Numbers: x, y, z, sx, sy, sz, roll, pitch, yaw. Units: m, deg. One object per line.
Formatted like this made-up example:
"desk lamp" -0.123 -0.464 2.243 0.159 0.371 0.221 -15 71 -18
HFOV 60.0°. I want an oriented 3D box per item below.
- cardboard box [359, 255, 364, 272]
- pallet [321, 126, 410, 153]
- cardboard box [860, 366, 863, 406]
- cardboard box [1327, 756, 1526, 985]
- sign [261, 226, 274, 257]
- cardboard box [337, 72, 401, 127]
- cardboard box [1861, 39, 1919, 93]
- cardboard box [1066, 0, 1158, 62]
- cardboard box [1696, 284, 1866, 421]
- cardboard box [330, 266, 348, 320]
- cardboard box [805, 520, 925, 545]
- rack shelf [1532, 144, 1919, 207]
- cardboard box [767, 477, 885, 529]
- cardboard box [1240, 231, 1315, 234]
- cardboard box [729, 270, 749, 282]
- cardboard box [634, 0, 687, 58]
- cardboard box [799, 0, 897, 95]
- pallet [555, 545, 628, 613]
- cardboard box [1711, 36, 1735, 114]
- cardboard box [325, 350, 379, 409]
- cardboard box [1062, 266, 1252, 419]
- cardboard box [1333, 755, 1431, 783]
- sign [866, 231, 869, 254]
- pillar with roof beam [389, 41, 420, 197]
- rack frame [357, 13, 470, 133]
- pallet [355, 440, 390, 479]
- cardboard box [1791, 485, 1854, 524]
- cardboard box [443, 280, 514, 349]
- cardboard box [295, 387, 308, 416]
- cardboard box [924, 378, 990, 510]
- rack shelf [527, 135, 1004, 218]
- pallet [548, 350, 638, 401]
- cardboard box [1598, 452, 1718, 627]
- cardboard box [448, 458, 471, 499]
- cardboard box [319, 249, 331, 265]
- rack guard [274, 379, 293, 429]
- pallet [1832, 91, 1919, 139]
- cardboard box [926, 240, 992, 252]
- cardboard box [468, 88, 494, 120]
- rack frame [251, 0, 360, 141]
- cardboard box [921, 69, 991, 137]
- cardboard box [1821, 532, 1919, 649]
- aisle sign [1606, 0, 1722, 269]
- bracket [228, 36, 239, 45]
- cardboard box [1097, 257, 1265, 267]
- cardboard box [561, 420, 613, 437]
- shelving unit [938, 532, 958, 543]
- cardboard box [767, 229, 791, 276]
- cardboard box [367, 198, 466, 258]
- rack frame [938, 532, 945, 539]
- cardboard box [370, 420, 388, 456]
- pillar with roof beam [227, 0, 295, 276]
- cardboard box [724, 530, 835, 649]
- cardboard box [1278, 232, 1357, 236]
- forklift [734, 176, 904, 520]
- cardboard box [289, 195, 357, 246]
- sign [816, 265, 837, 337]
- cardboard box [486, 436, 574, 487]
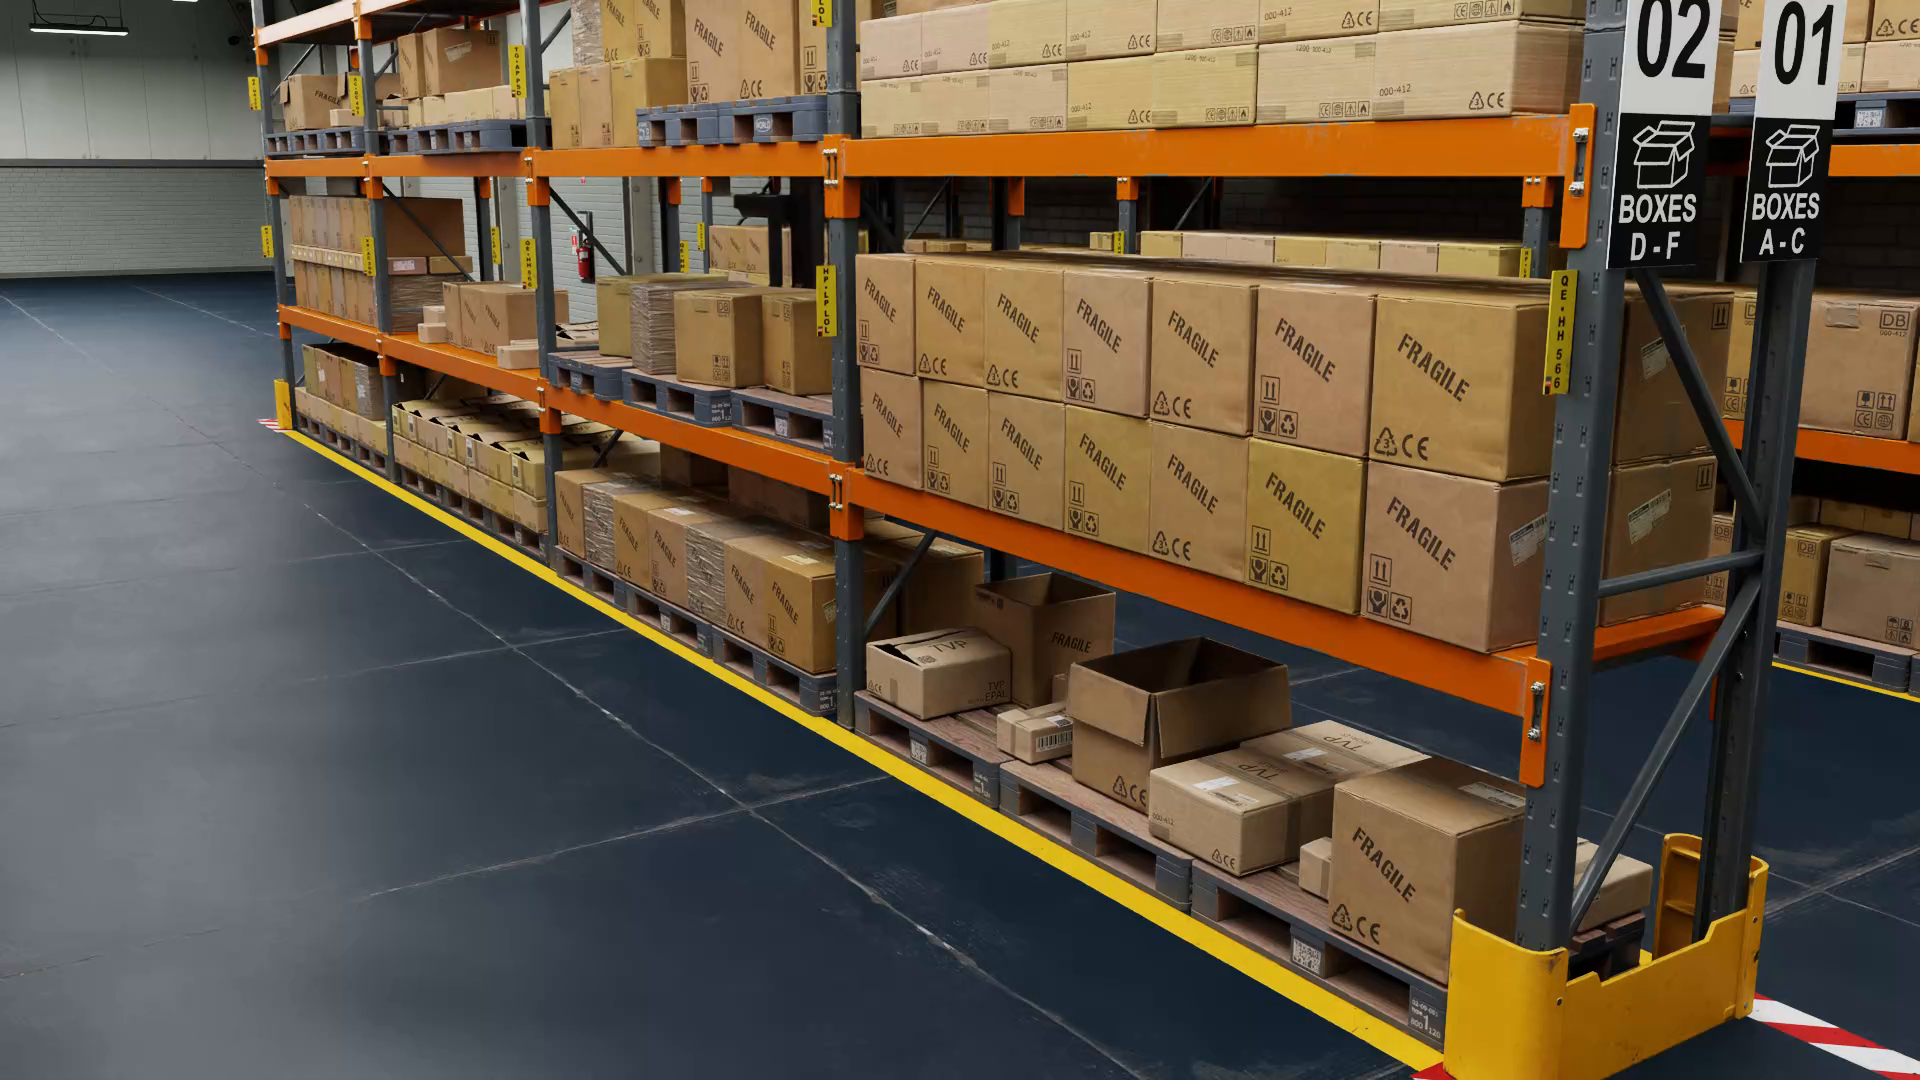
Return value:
"cardboard box" -5.199 -2.504 15.038 0.380 0.149 0.250 -9 15 -34
"pallet" -5.082 -3.596 14.968 1.003 0.211 1.213 -8 15 -33
"cardboard box" -0.232 -0.967 8.544 0.500 0.500 0.700 9 15 36
"cardboard box" 1.555 1.048 5.369 0.500 0.500 0.500 -8 15 -33
"sign" -7.269 -3.133 17.456 0.100 0.325 0.005 -8 15 -33
"cardboard box" -5.395 -4.122 15.616 0.797 0.503 0.637 -6 14 -27
"cardboard box" 4.974 -2.407 8.460 0.500 0.250 0.500 -9 15 -34
"cardboard box" 0.730 -1.855 5.980 0.500 0.250 0.500 -8 15 -33
"cardboard box" 4.653 -1.107 9.699 0.980 0.700 0.700 -9 15 -34
"cardboard box" -5.696 -2.425 16.198 0.700 0.500 0.500 -8 14 -31
"cardboard box" -0.525 0.196 9.266 0.500 0.500 0.500 -8 15 -32
"rack shelf" 5.075 -1.947 8.907 1.077 0.370 4.000 -8 15 -33
"cardboard box" -0.774 -0.255 9.572 0.500 0.250 0.500 -8 15 -33
"cardboard box" 2.501 -2.328 13.254 0.500 0.250 0.500 -9 15 -35
"cardboard box" -2.376 -3.045 19.567 0.500 0.250 0.500 -9 15 -35
"cardboard box" -1.570 -3.056 9.721 0.500 0.500 0.500 -8 15 -33
"cardboard box" -0.373 -2.469 8.156 0.600 0.600 0.600 -10 16 -38
"pallet" -1.989 0.186 11.017 1.003 0.211 1.213 -8 15 -33
"cardboard box" 1.988 -1.404 5.091 0.500 0.250 0.500 -8 15 -33
"cardboard box" -5.863 -1.576 16.243 0.500 0.500 0.500 -8 15 -33
"cardboard box" 0.729 -0.747 6.183 0.500 0.500 0.500 -8 14 -31
"cardboard box" 1.719 1.019 6.089 0.500 0.250 0.500 -8 15 -33
"sign" -0.913 -2.969 16.891 0.100 0.325 0.005 -8 15 -33
"pillar with roof beam" -15.131 -8.924 32.103 9.100 9.000 0.548 -8 15 -33
"rack frame" -4.588 -4.956 13.959 1.000 3.000 0.127 -8 15 -33
"pallet" -4.993 -0.809 15.567 1.003 0.211 1.213 -8 15 -33
"cardboard box" 4.960 -0.209 9.645 0.380 0.149 0.250 -8 15 -32
"cardboard box" -3.884 -1.841 13.527 0.500 0.500 0.500 -7 14 -29
"cardboard box" -6.692 -1.476 17.545 0.500 0.250 0.500 -8 15 -33
"cardboard box" 0.187 -0.437 7.106 0.500 0.500 0.500 -8 15 -32
"rack shelf" -1.263 -2.072 9.476 1.077 0.370 4.000 -8 15 -33
"pallet" -1.937 -1.107 10.854 1.213 0.211 1.003 -8 15 -33
"cardboard box" 2.035 -0.050 5.333 0.500 0.500 0.500 -8 15 -32
"cardboard box" -3.718 -0.512 13.136 0.500 0.250 0.500 -8 15 -32
"cardboard box" -6.050 -2.778 16.291 0.380 0.149 0.250 -8 15 -33
"rack guard" -6.817 -1.519 18.139 1.175 0.500 0.348 -8 15 -33
"pallet" 5.083 -2.248 8.804 1.003 0.211 1.213 -8 15 -33
"cardboard box" 0.091 -2.681 16.335 0.700 0.500 0.500 -6 14 -27
"cardboard box" -3.283 -3.179 12.223 0.500 0.250 0.500 -8 15 -34
"rack frame" -6.804 -5.667 17.212 1.000 3.000 0.127 -8 15 -33
"cardboard box" 0.182 -1.789 6.851 0.500 0.250 0.500 -8 15 -33
"cardboard box" 5.155 0.247 9.077 0.700 0.500 0.500 -9 15 -35
"aisle sign" 1.844 -1.112 4.341 0.394 0.787 0.004 -8 15 -33
"bracket" -20.034 -13.779 45.881 0.235 0.232 0.430 -8 15 -33
"cardboard box" 0.906 -0.900 6.880 0.500 0.500 0.500 -8 15 -32
"cardboard box" -2.996 -0.761 12.959 0.500 0.311 0.500 -9 15 -34
"shelving unit" -0.008 -0.589 12.245 0.258 1.200 0.189 -8 15 -33
"cardboard box" -1.825 -3.233 18.675 0.500 0.500 0.500 -8 14 -31
"cardboard box" -4.839 -2.786 14.808 0.700 0.500 0.500 -8 15 -32
"rack frame" -0.059 -0.605 12.320 0.240 1.200 0.006 -8 15 -33
"cardboard box" -5.027 -0.943 15.107 0.500 0.250 0.500 -8 15 -33
"pillar with roof beam" -21.779 -11.058 41.863 9.100 9.000 0.548 -8 15 -33
"cardboard box" -0.934 0.261 8.966 0.500 0.500 0.500 -8 15 -33
"cardboard box" 2.783 -2.237 12.835 0.500 0.250 0.500 -9 15 -34
"forklift" -1.174 -1.816 13.805 1.130 2.935 3.031 -8 15 -32
"cardboard box" -6.527 -3.325 17.274 0.700 0.500 0.500 -8 15 -33
"sign" -0.615 -1.101 7.666 0.100 0.325 0.005 -8 15 -33
"cardboard box" -3.160 -0.605 12.247 0.500 0.311 0.500 -8 15 -34
